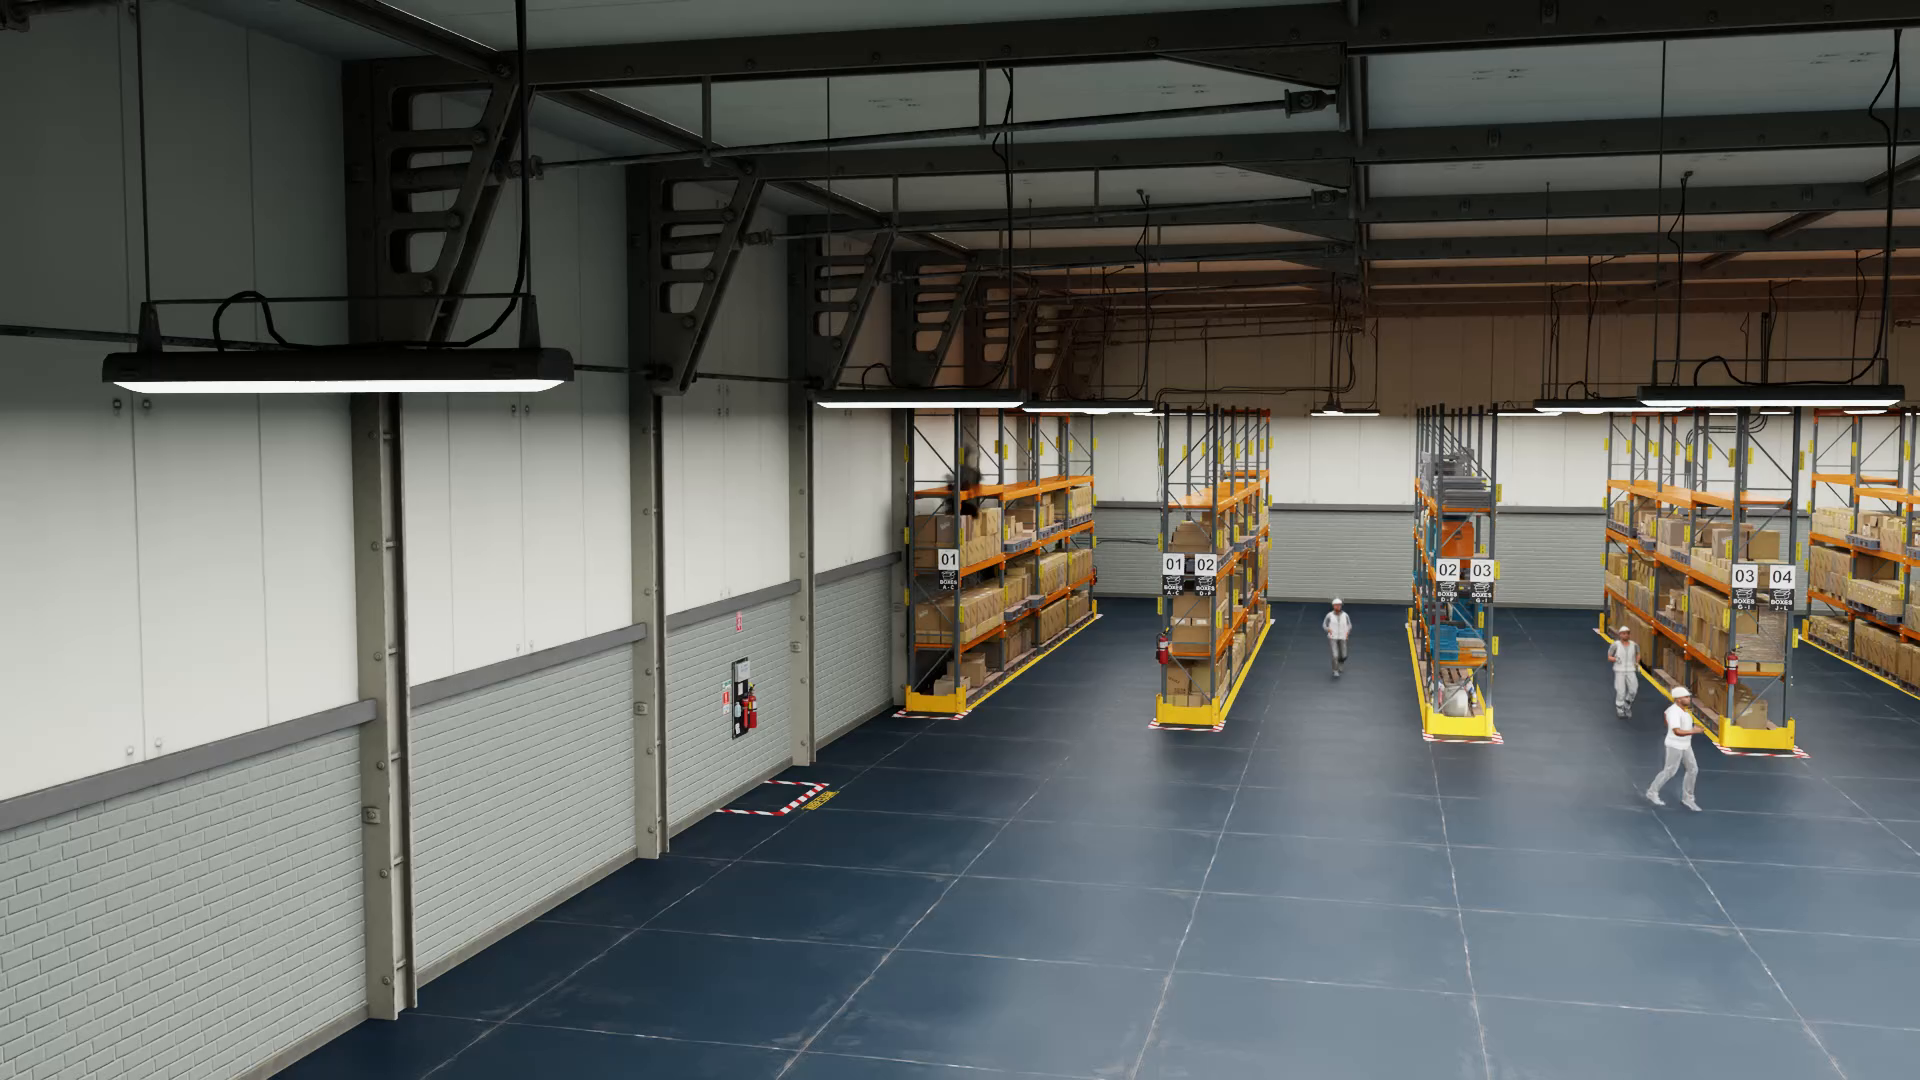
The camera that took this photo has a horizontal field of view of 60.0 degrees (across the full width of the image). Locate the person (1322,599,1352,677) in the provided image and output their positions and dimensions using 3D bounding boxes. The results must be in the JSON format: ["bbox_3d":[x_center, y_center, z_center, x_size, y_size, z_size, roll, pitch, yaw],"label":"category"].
[{"bbox_3d":[8.387,2.171,36.941,0.656,1.722,0.603,0,4,3],"label":"person"}]

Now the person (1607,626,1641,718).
[{"bbox_3d":[12.681,2.529,31.665,0.639,1.759,0.612,1,4,10],"label":"person"}]

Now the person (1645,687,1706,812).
[{"bbox_3d":[10.498,3.064,24.357,0.810,1.840,0.689,3,5,40],"label":"person"}]

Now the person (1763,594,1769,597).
[{"bbox_3d":[20.401,1.803,42.245,0.618,1.714,0.654,2,5,28],"label":"person"}]
